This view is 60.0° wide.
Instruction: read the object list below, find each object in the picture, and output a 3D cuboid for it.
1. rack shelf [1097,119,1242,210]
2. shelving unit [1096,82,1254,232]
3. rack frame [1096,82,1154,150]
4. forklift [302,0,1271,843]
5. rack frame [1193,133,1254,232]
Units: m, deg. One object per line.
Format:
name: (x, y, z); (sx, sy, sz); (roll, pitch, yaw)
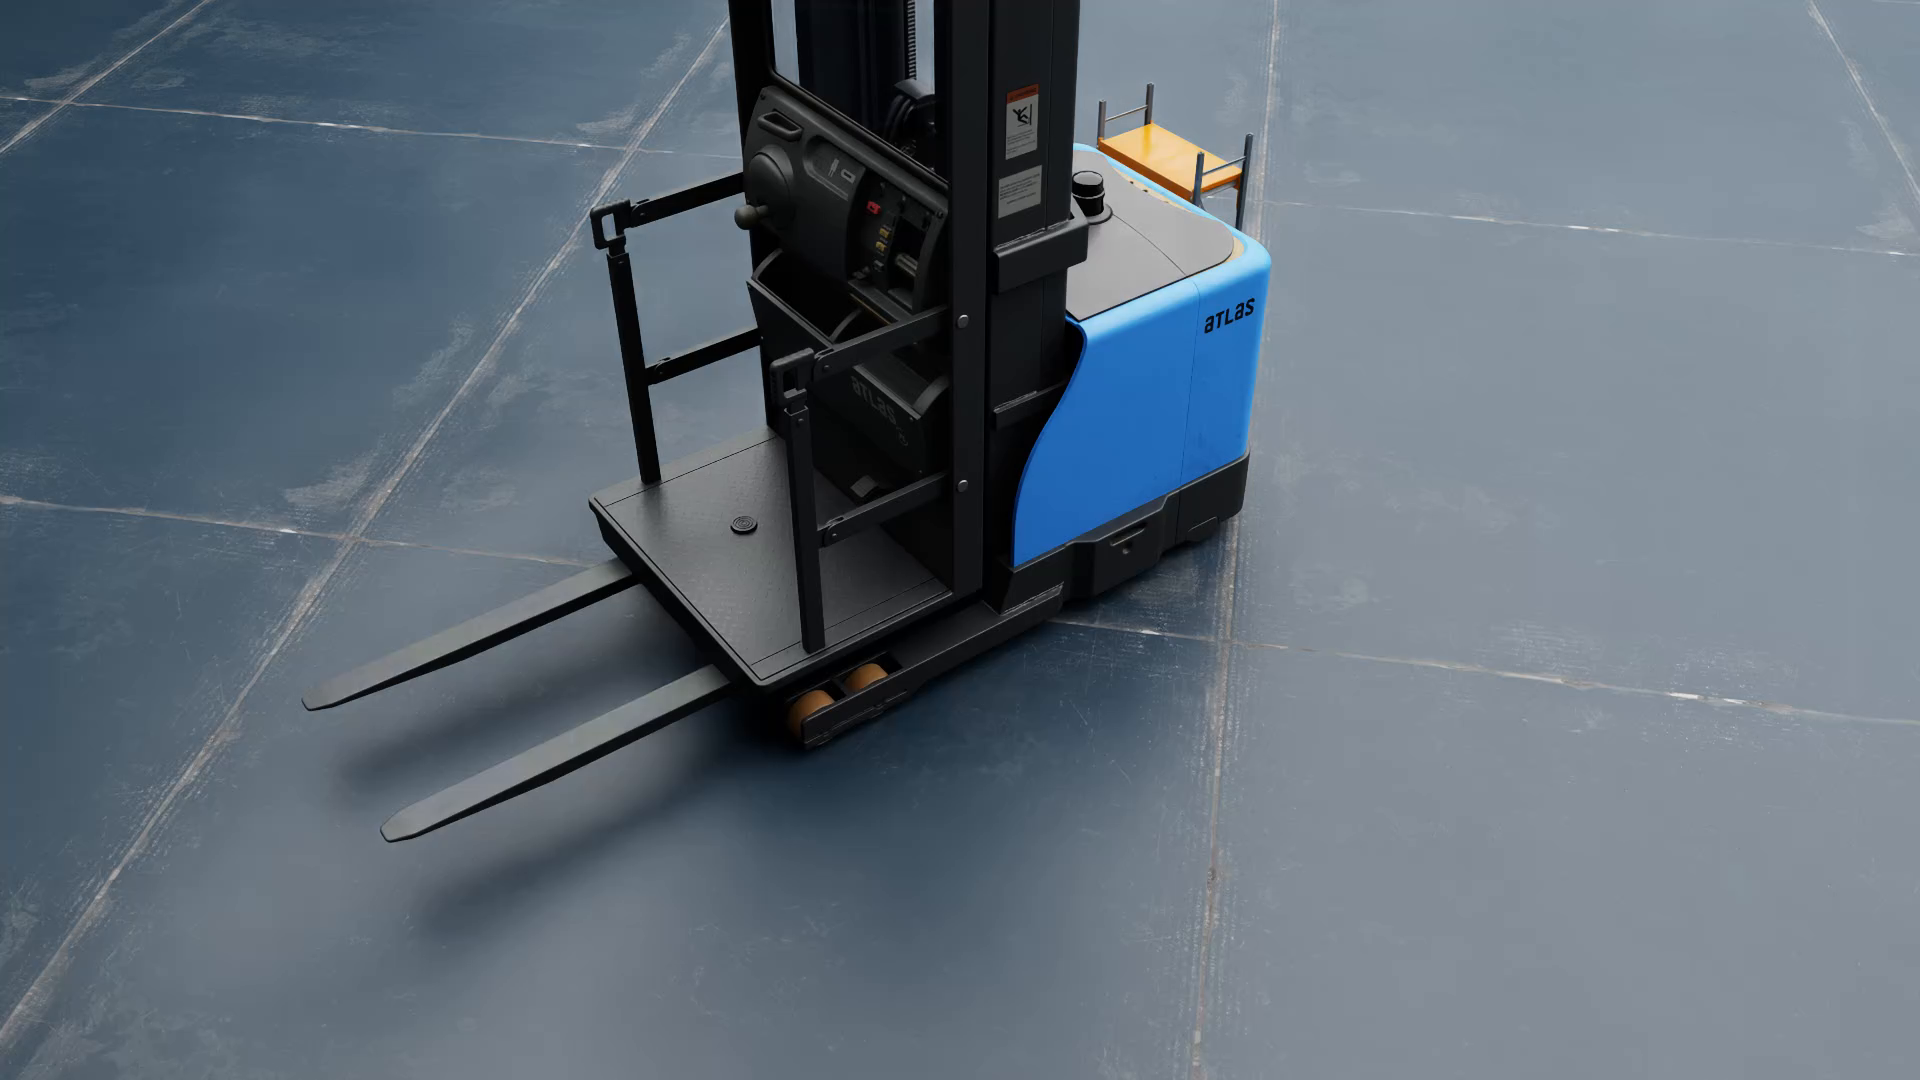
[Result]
rack shelf: (0.722, -1.262, 5.718); (0.258, 0.148, 0.480); (-26, 46, -28)
shelving unit: (0.722, -0.959, 5.968); (0.258, 1.200, 0.503); (-26, 46, -28)
rack frame: (0.576, -1.083, 6.119); (0.240, 1.200, 0.015); (-26, 46, -28)
forklift: (-0.502, -0.895, 4.532); (3.031, 2.935, 1.130); (-25, 46, -27)
rack frame: (0.868, -0.834, 5.817); (0.240, 1.200, 0.015); (-26, 46, -28)
